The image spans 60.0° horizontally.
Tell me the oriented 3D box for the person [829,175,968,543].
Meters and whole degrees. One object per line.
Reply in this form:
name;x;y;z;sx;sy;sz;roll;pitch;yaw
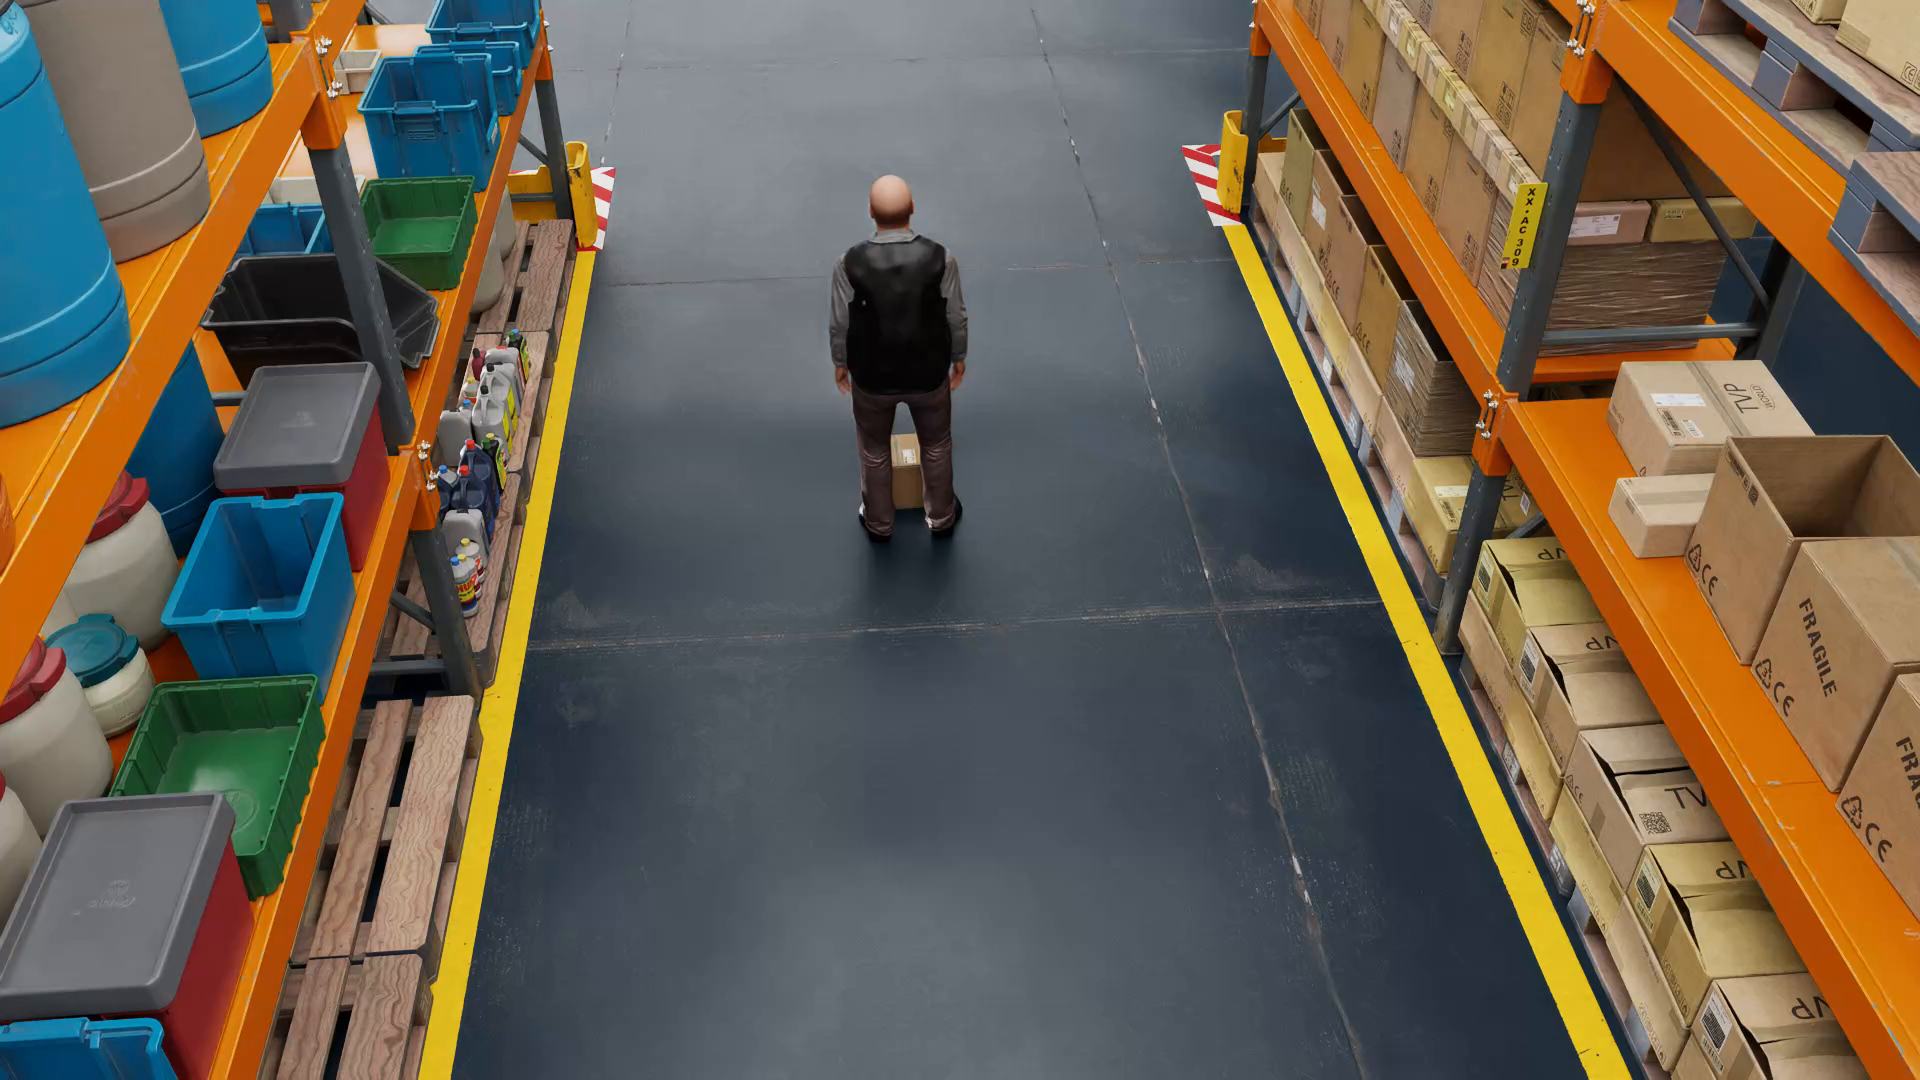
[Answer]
person;-0.254;-0.715;7.060;0.581;1.721;0.419;-3;39;-4
